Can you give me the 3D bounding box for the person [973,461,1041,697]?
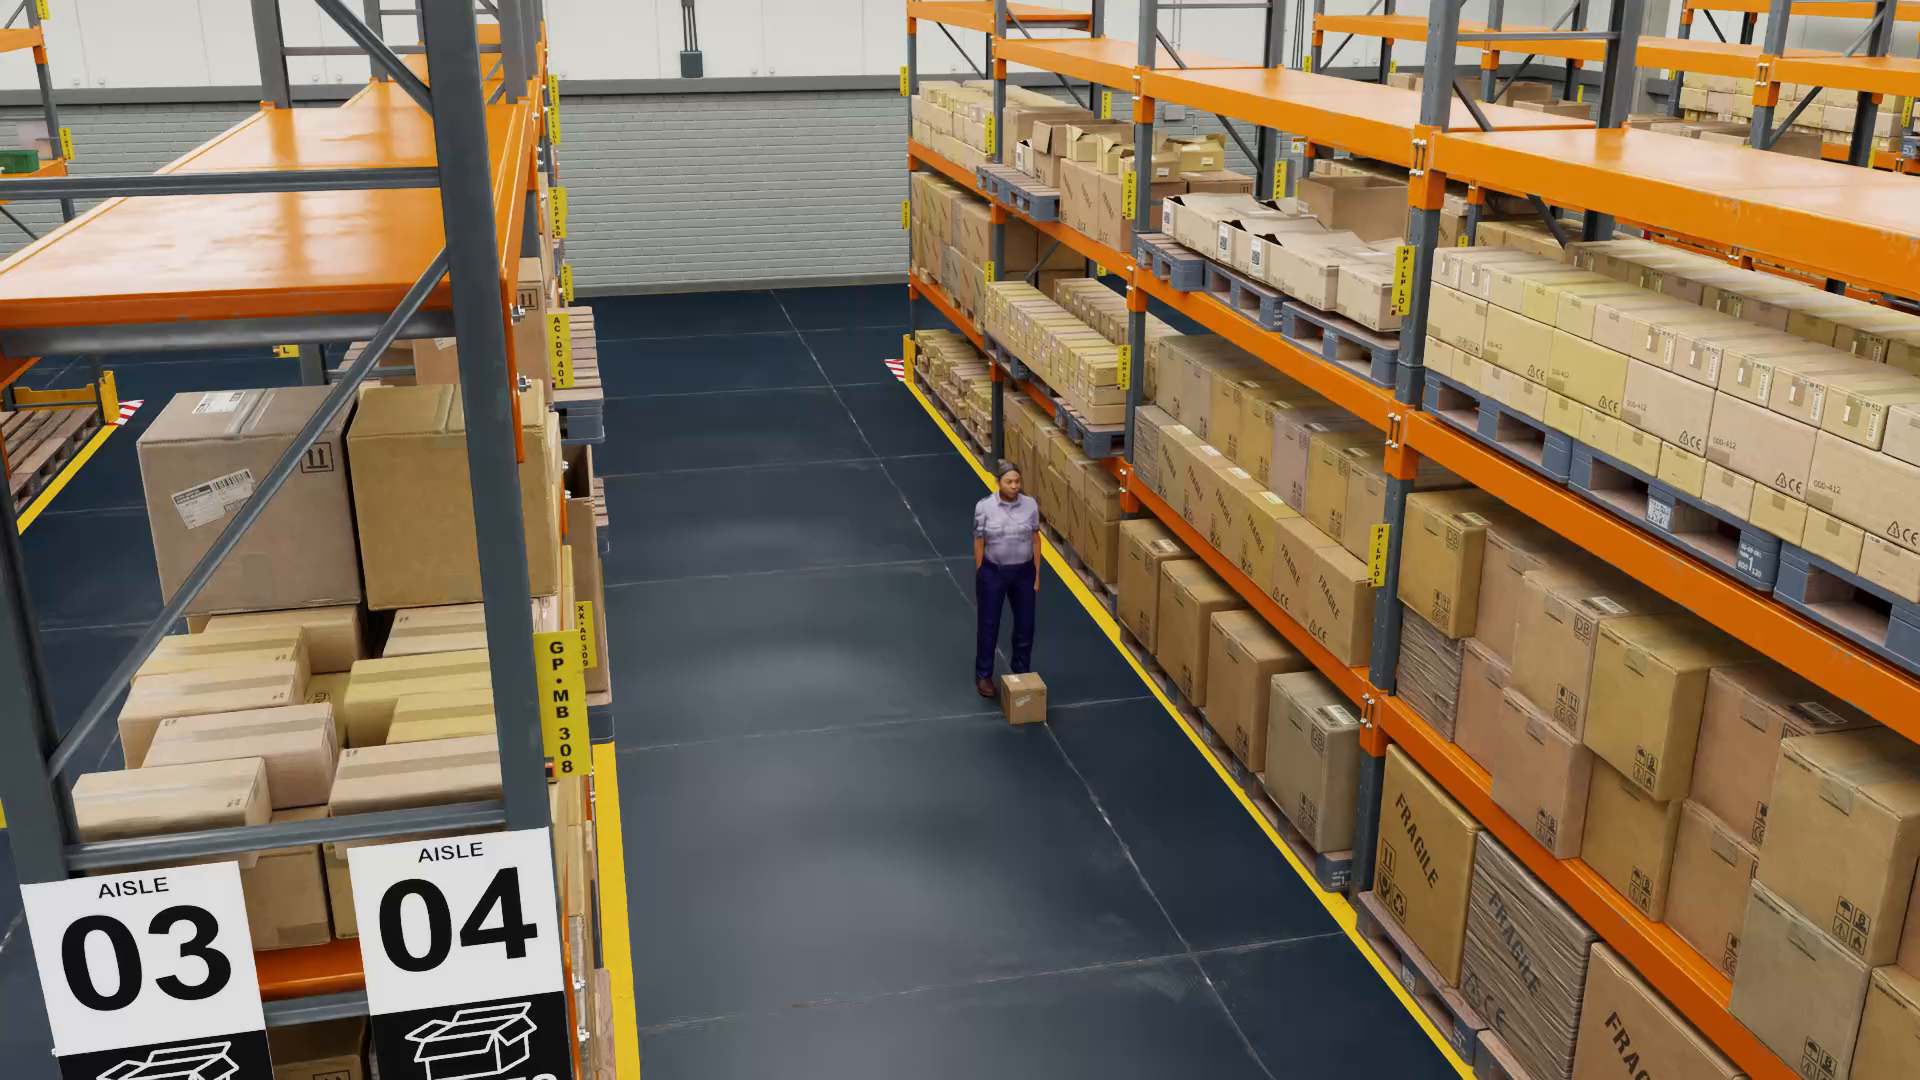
[{"bbox_3d":[0.332,0.257,11.385,0.468,1.645,0.342,-4,20,-12],"label":"person"}]
